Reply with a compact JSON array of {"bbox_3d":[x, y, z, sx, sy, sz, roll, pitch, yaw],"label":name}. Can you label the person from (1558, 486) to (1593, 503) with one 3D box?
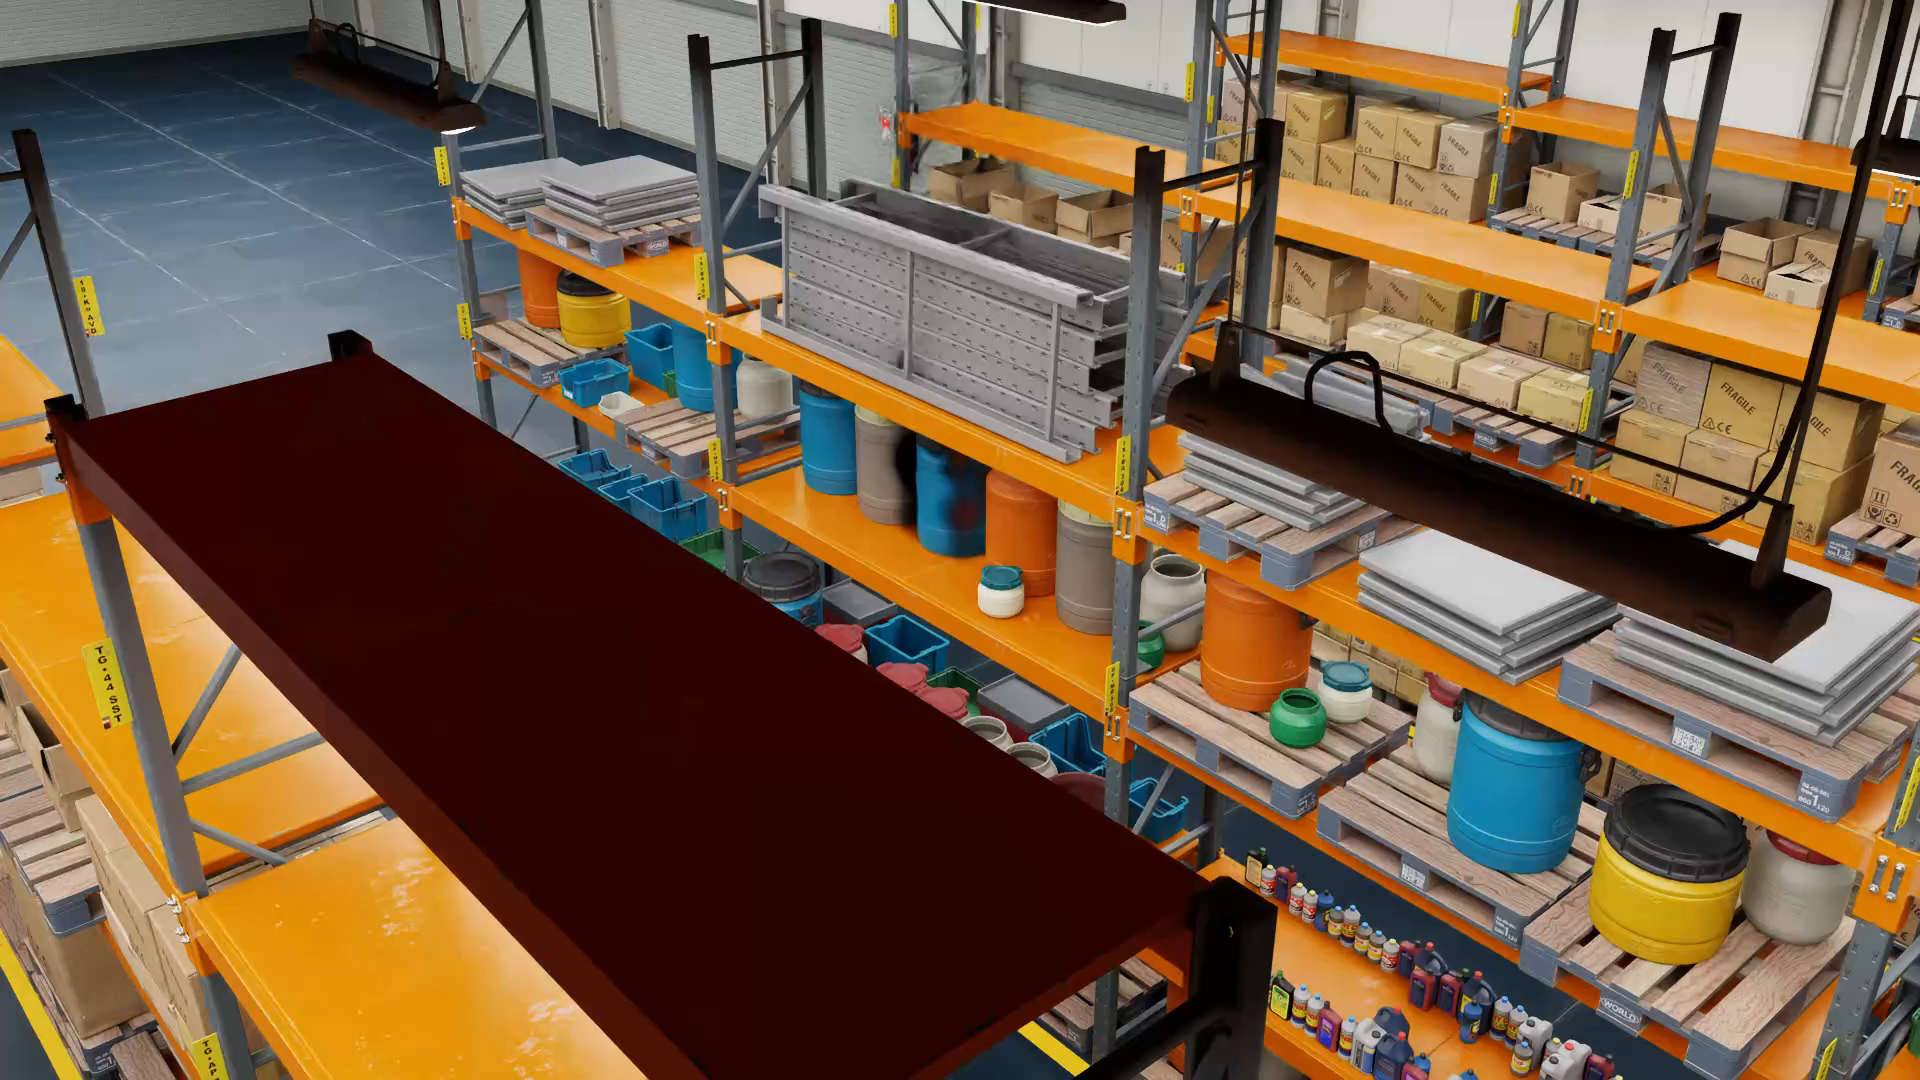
[{"bbox_3d":[5.651,0.020,15.650,0.712,1.745,0.870,-24,36,-39],"label":"person"}]
